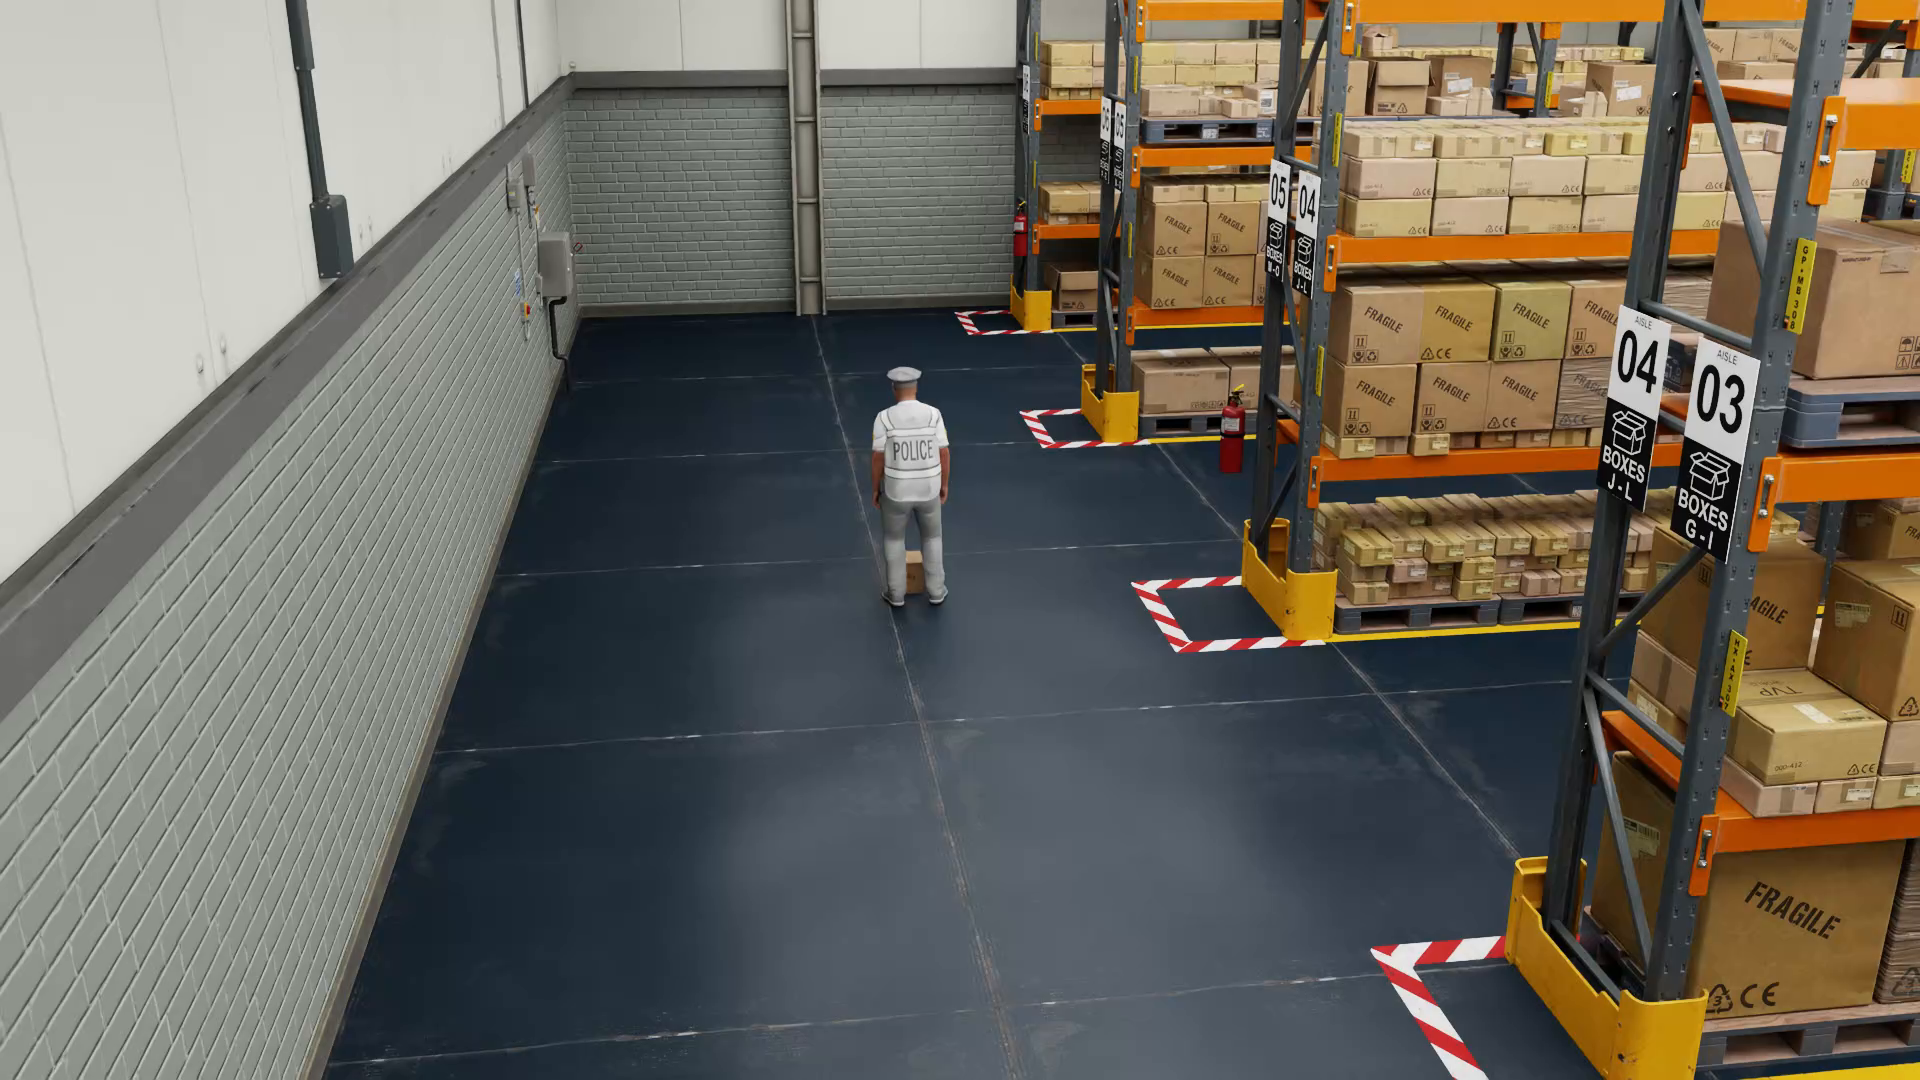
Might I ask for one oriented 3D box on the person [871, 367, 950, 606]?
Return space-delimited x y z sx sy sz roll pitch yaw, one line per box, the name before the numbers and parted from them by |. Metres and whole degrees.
person | -0.358 -0.365 12.072 0.582 1.747 0.439 -4 20 -10
